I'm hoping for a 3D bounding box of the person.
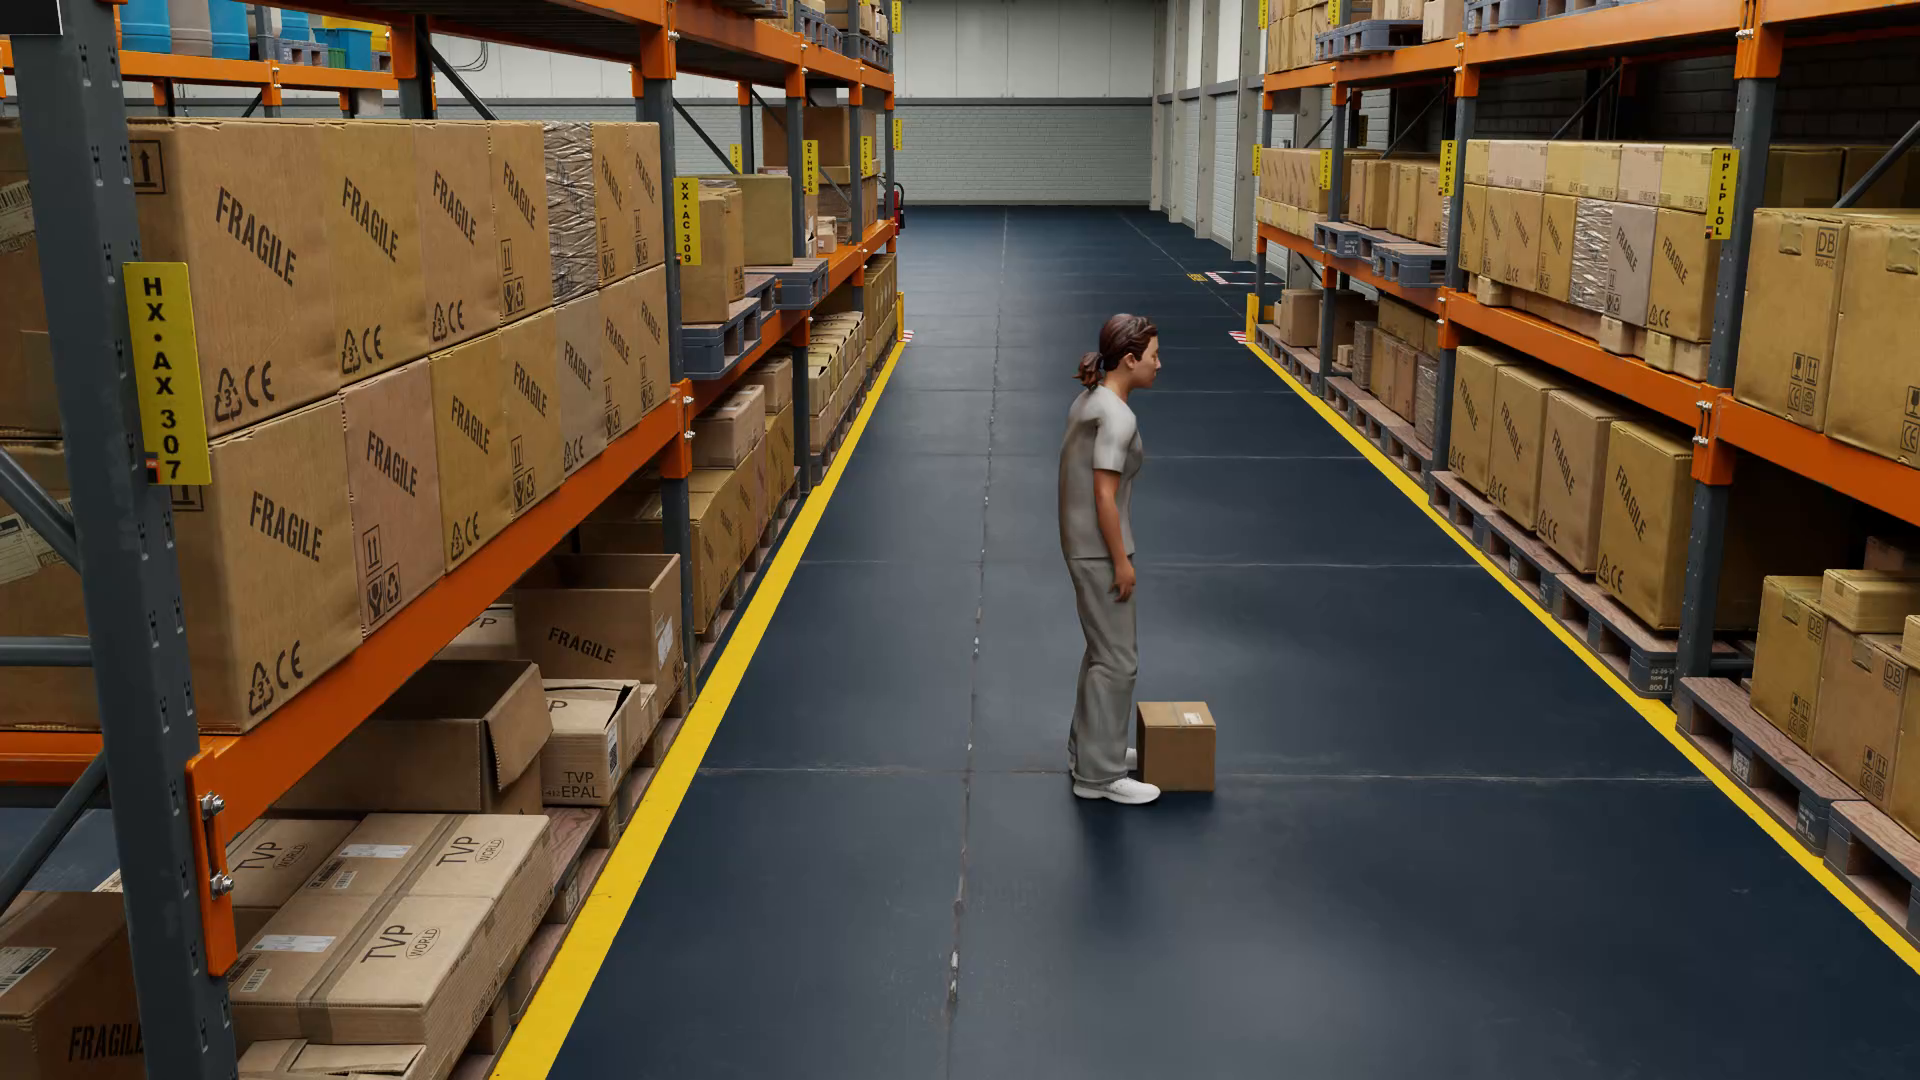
[{"bbox_3d":[0.524,0.052,5.796,0.365,1.671,0.504,0,14,-2],"label":"person"}]
